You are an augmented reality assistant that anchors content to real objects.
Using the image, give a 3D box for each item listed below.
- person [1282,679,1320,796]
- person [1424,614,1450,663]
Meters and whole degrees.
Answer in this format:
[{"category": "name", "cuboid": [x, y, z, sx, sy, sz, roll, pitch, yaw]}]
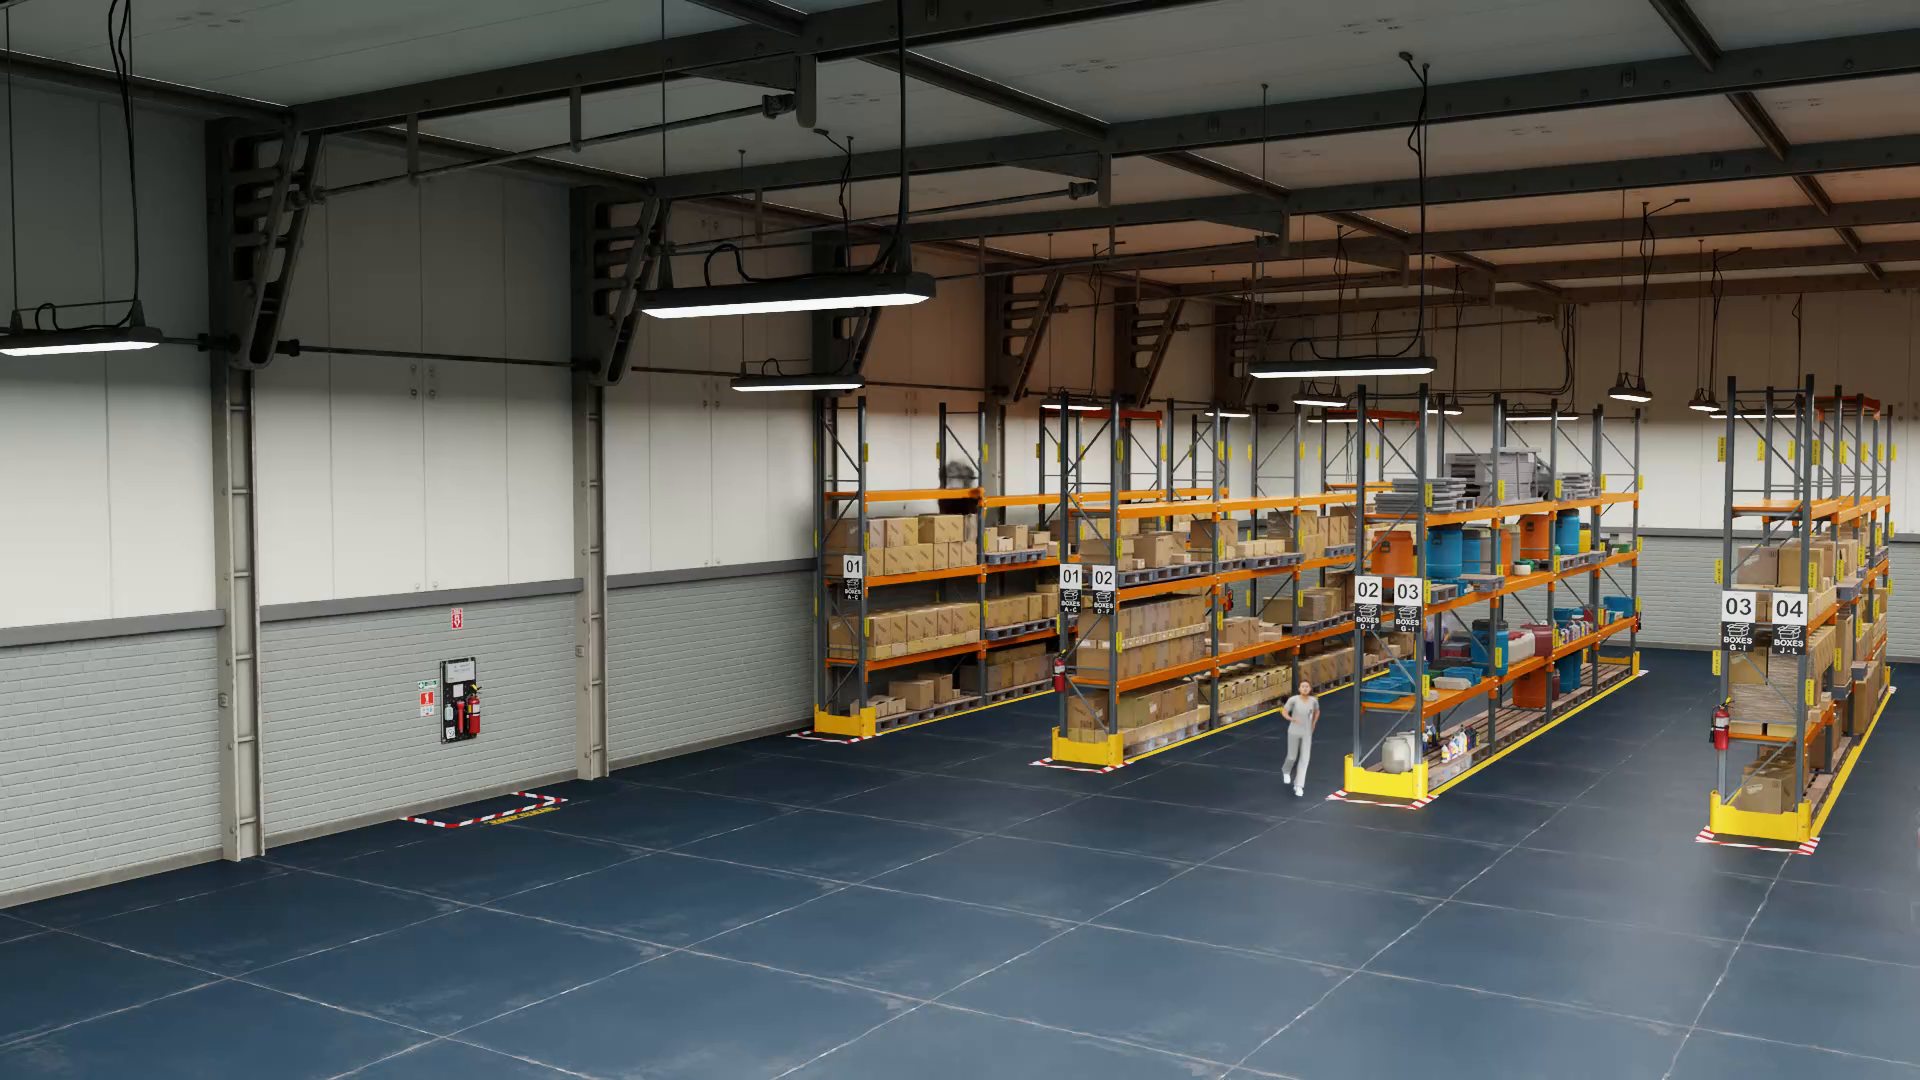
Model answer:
[{"category": "person", "cuboid": [5.045, 2.881, 24.590, 0.579, 1.678, 0.877, 0, 3, 2]}, {"category": "person", "cuboid": [10.249, 2.328, 35.868, 0.612, 1.616, 0.666, 1, 3, 22]}]
